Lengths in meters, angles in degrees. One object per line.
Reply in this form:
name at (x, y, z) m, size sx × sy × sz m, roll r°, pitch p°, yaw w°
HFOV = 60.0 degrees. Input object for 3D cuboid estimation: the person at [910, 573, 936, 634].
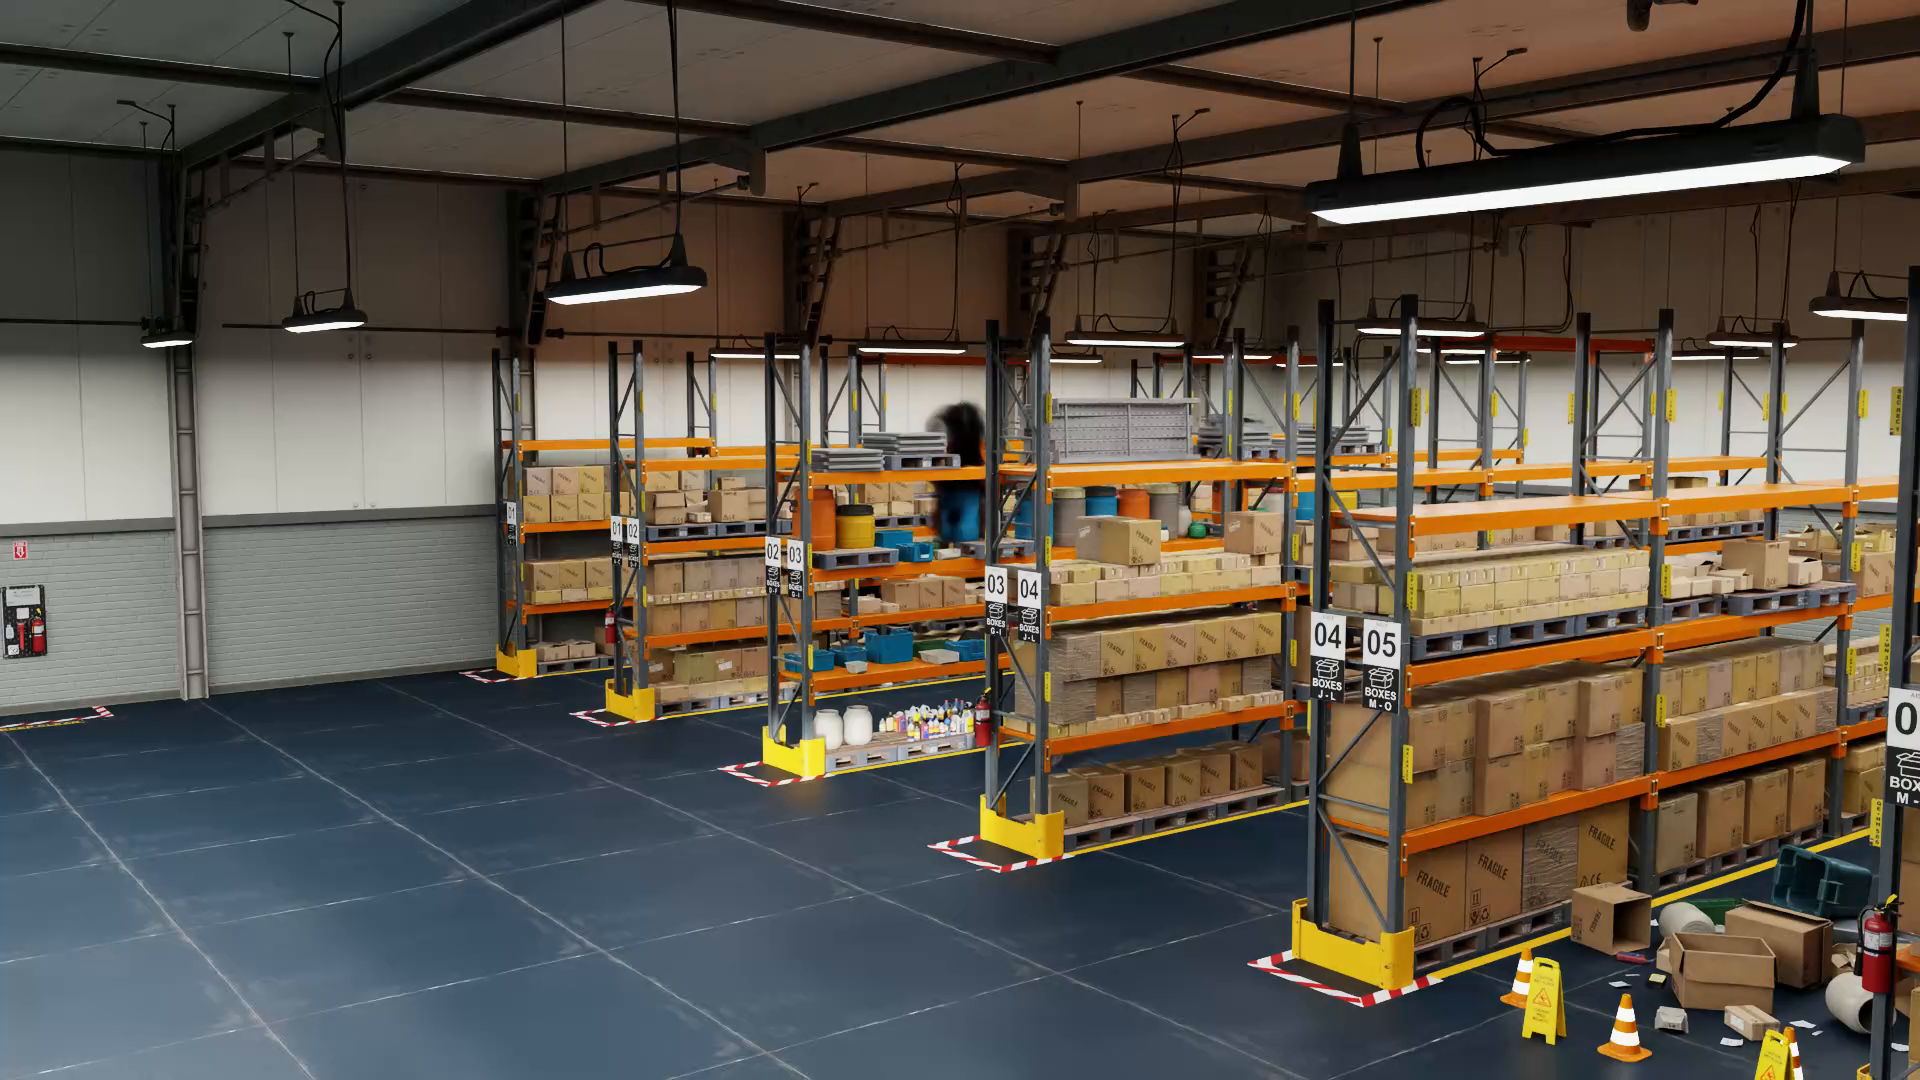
person at (-0.730, 1.323, 33.719) m, size 0.686 × 1.790 × 0.756 m, roll 4°, pitch 6°, yaw 37°

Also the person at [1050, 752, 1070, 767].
person at (1.415, 2.295, 23.303) m, size 0.559 × 1.715 × 0.846 m, roll 4°, pitch 6°, yaw 36°
